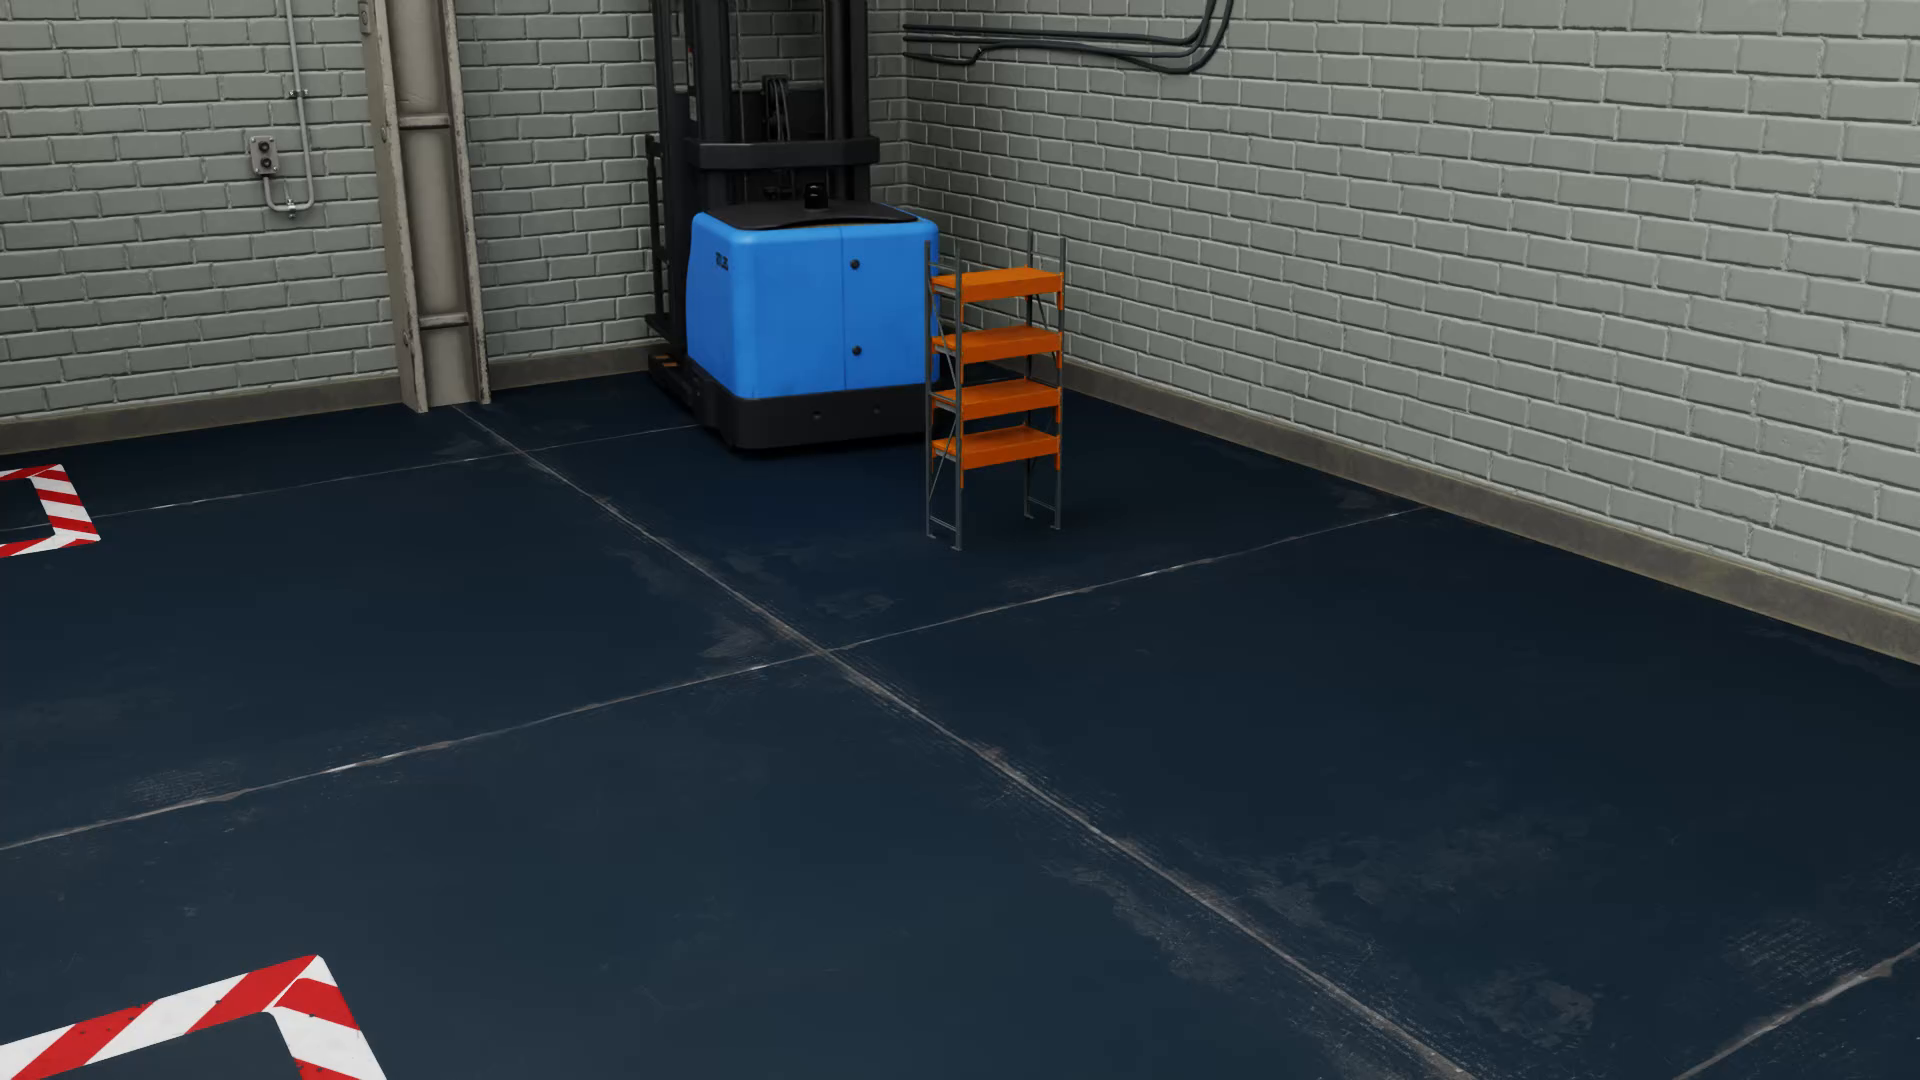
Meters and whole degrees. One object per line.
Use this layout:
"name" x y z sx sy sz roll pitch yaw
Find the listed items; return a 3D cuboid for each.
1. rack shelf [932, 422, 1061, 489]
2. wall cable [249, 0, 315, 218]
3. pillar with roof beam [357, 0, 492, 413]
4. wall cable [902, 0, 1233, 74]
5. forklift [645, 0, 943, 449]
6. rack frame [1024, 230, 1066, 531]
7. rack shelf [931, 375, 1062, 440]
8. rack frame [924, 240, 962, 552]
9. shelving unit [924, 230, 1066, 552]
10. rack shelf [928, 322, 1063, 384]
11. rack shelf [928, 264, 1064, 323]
"rack shelf" 0.138 -0.346 6.724 0.480 0.148 0.258 -12 22 -31
"wall cable" -3.990 -2.416 7.621 1.851 1.984 0.084 -12 22 -31
"pillar with roof beam" -0.392 -3.853 4.092 0.400 9.000 9.100 -12 22 -31
"wall cable" 0.381 -3.728 8.568 0.112 2.526 3.097 -12 22 -31
"forklift" -1.104 -2.246 8.813 1.130 2.935 3.031 -7 20 -21
"rack frame" 0.342 -0.641 6.766 0.015 1.200 0.240 -12 22 -31
"rack shelf" 0.138 -0.534 6.660 0.480 0.148 0.258 -12 22 -31
"rack frame" -0.066 -0.555 6.512 0.015 1.200 0.240 -12 22 -31
"shelving unit" 0.138 -0.598 6.639 0.503 1.200 0.258 -12 22 -31
"rack shelf" 0.138 -0.746 6.589 0.480 0.148 0.258 -12 22 -31
"rack shelf" 0.138 -0.970 6.513 0.480 0.148 0.258 -12 22 -31
